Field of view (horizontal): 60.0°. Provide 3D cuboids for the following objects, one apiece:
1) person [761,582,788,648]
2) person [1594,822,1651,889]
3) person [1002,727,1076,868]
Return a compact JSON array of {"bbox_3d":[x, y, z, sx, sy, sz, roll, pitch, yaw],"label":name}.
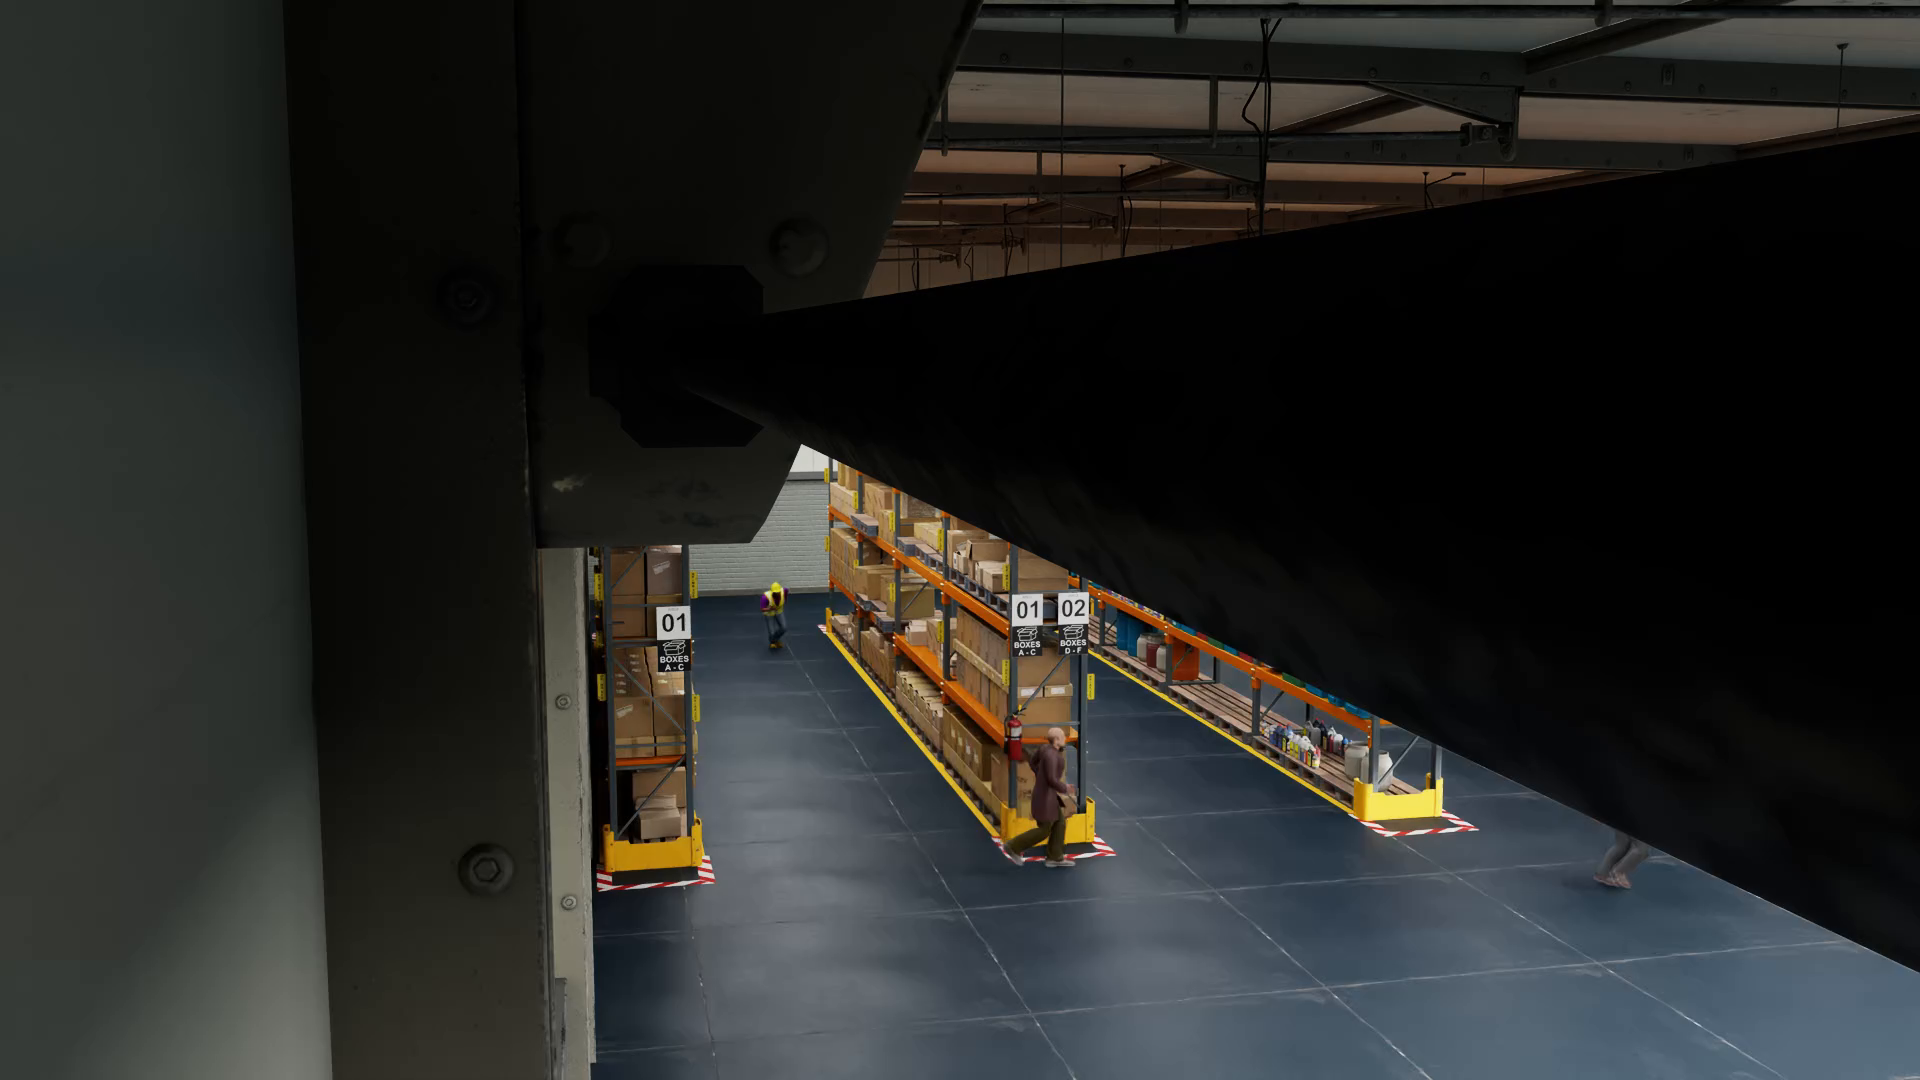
[{"bbox_3d":[-3.795,1.546,34.128,0.707,1.466,0.988,-3,7,-24],"label":"person"},{"bbox_3d":[7.804,3.242,19.319,0.749,1.595,0.528,5,8,34],"label":"person"},{"bbox_3d":[0.952,3.204,19.997,0.901,1.545,0.702,0,7,-2],"label":"person"}]
